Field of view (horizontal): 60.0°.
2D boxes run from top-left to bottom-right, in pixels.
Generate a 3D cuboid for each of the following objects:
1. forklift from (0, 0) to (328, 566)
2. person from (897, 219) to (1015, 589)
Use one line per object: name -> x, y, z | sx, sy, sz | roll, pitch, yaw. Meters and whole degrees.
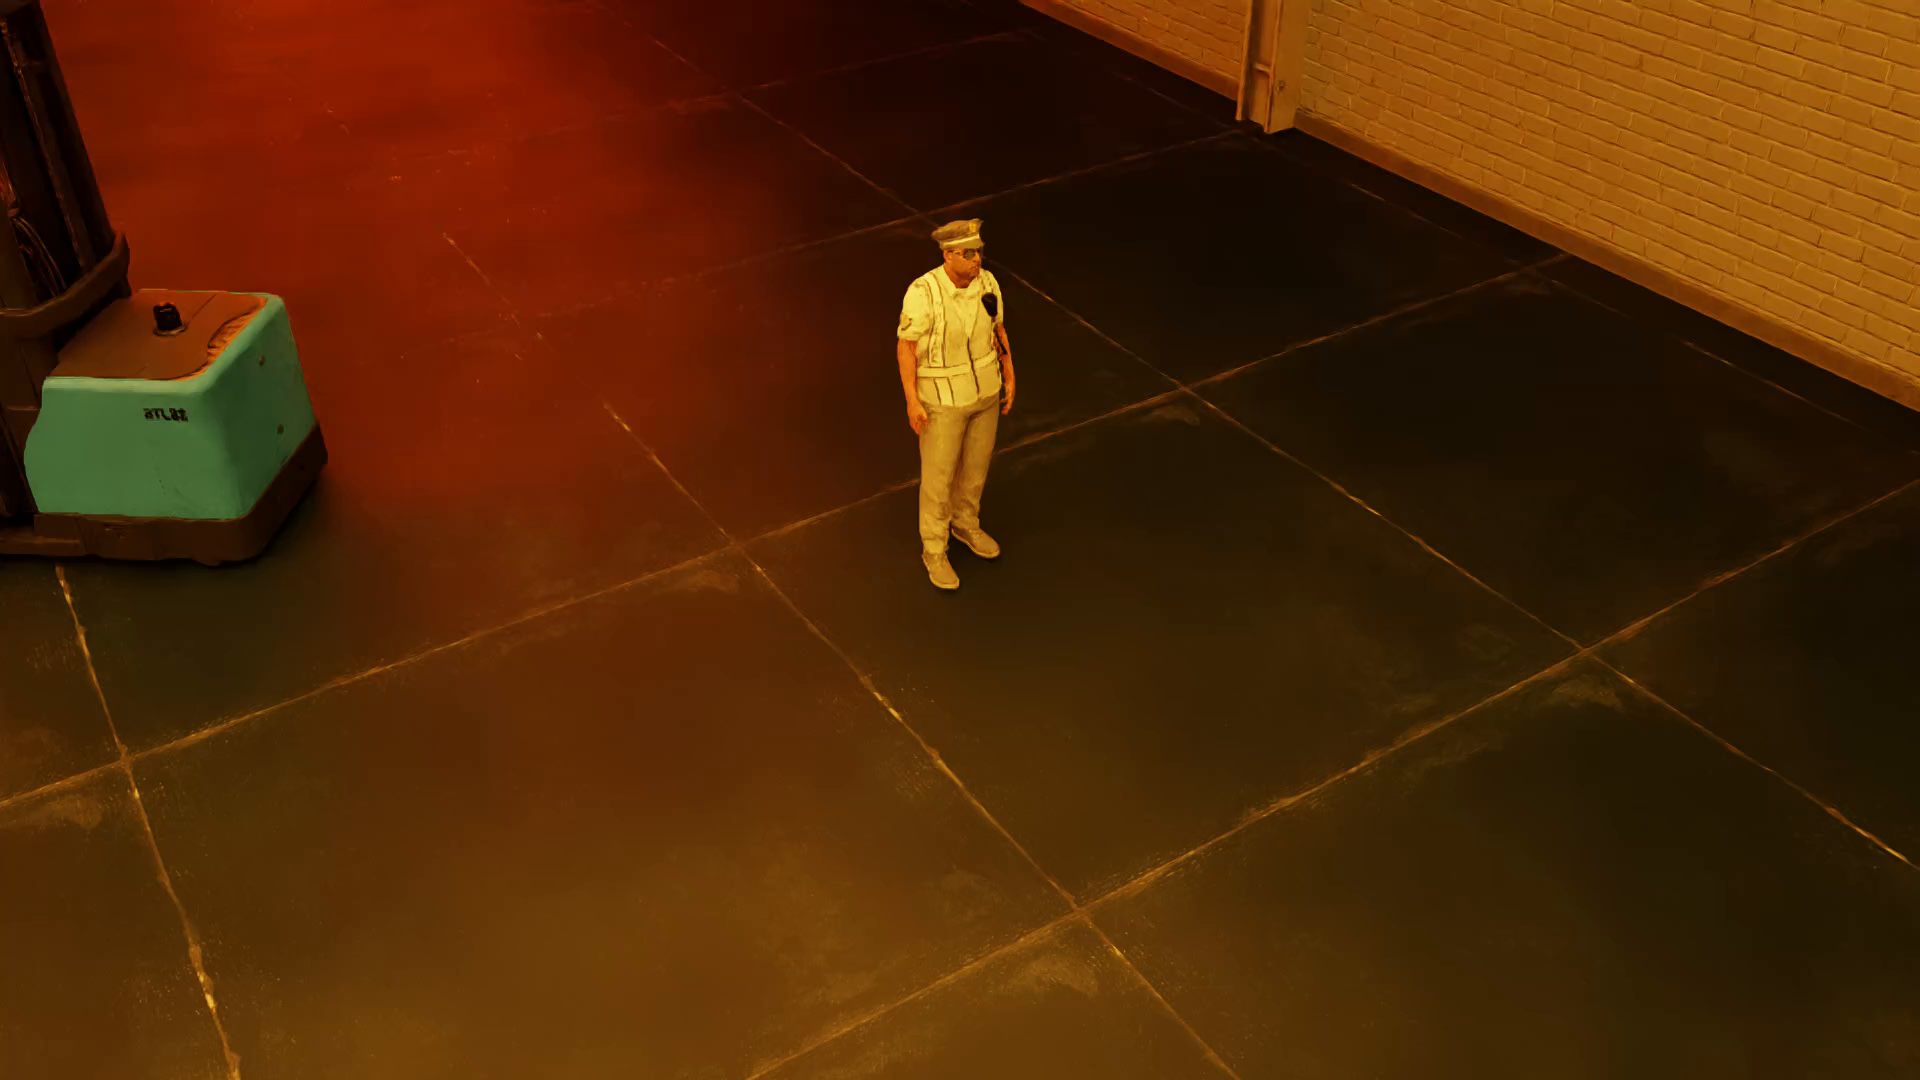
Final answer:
forklift -> -5.041, -1.399, 8.139 | 3.031, 2.935, 1.130 | 2, 35, 4
person -> 0.032, -0.693, 8.122 | 0.640, 1.778, 0.574 | -21, 40, -27
